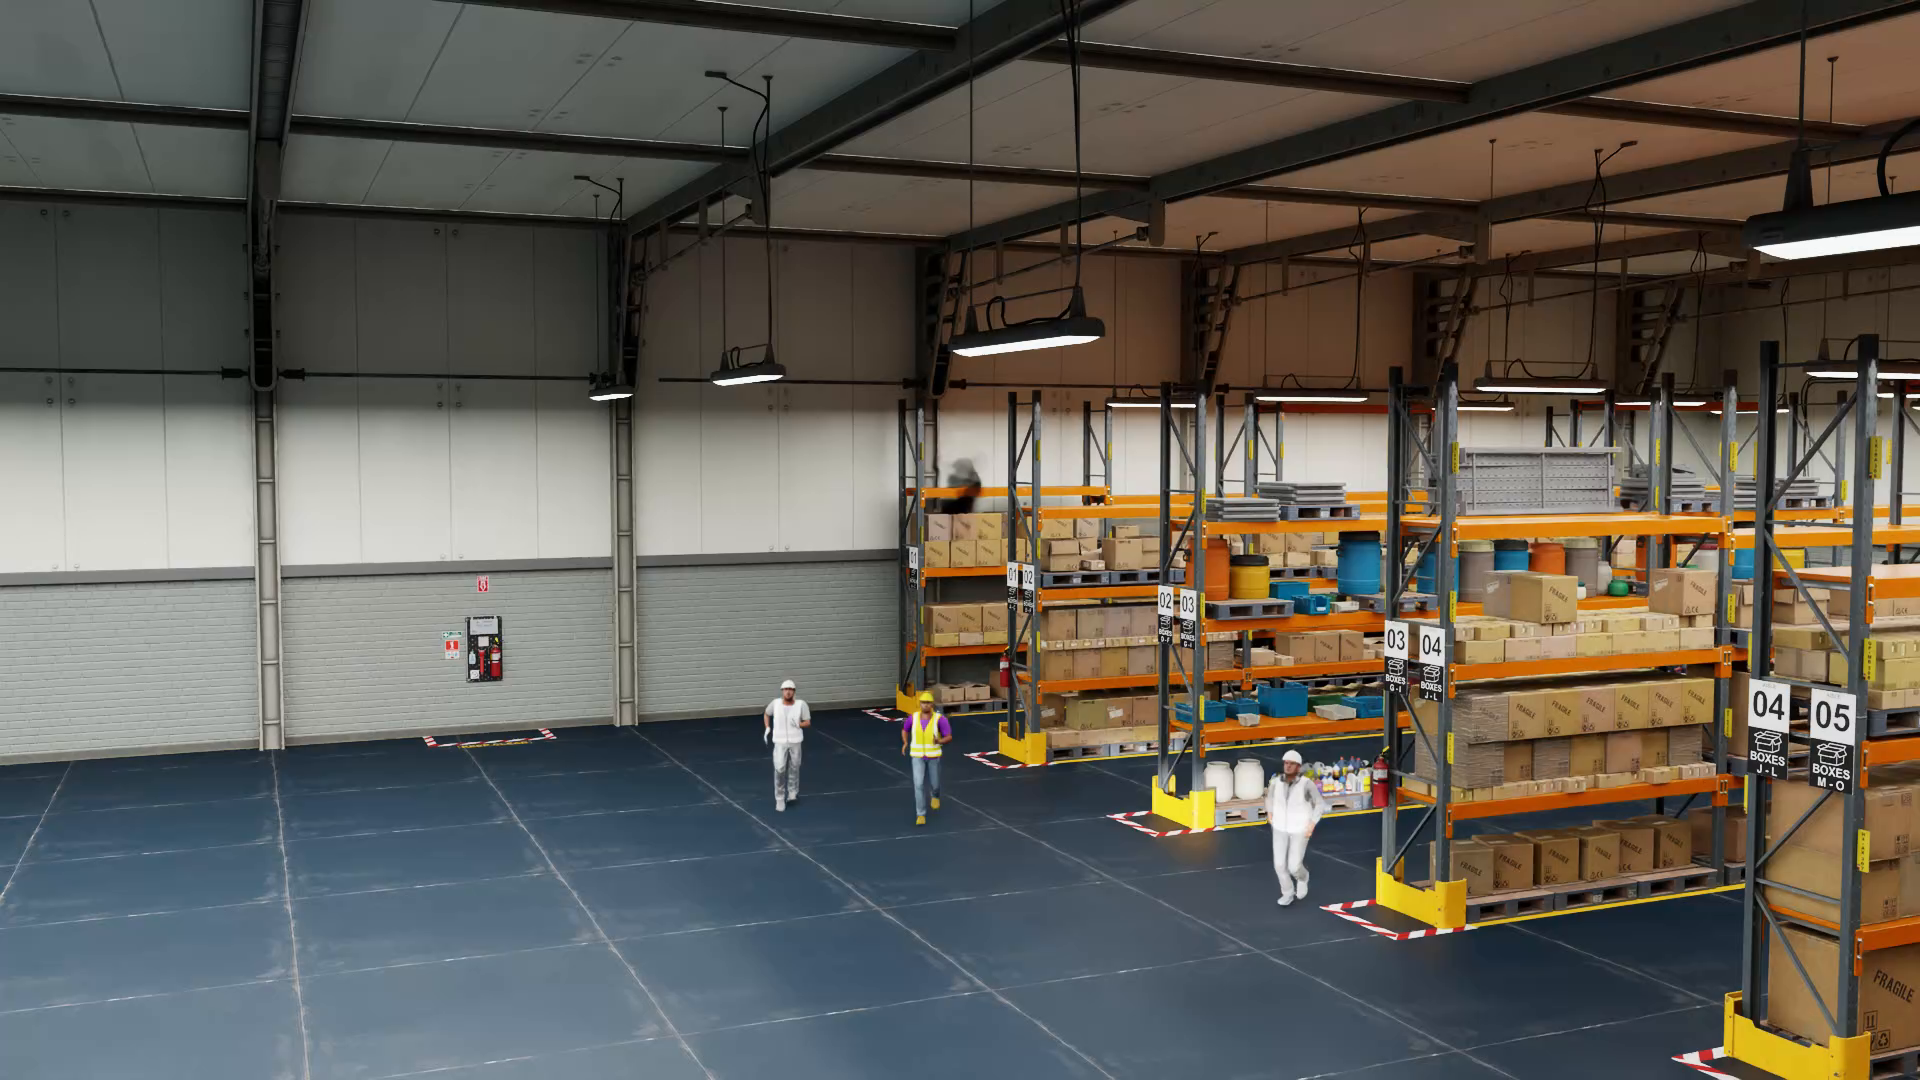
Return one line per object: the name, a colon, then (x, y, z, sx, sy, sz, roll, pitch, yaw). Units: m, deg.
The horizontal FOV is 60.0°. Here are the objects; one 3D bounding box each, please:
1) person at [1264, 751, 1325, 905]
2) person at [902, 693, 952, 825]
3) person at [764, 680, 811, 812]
person: (3.687, 3.206, 18.517, 0.667, 1.720, 0.582, 2, 4, 31)
person: (-0.461, 2.954, 22.694, 0.713, 1.747, 0.931, 0, 3, 5)
person: (-2.436, 2.898, 23.494, 0.657, 1.842, 0.768, 0, 3, -7)
